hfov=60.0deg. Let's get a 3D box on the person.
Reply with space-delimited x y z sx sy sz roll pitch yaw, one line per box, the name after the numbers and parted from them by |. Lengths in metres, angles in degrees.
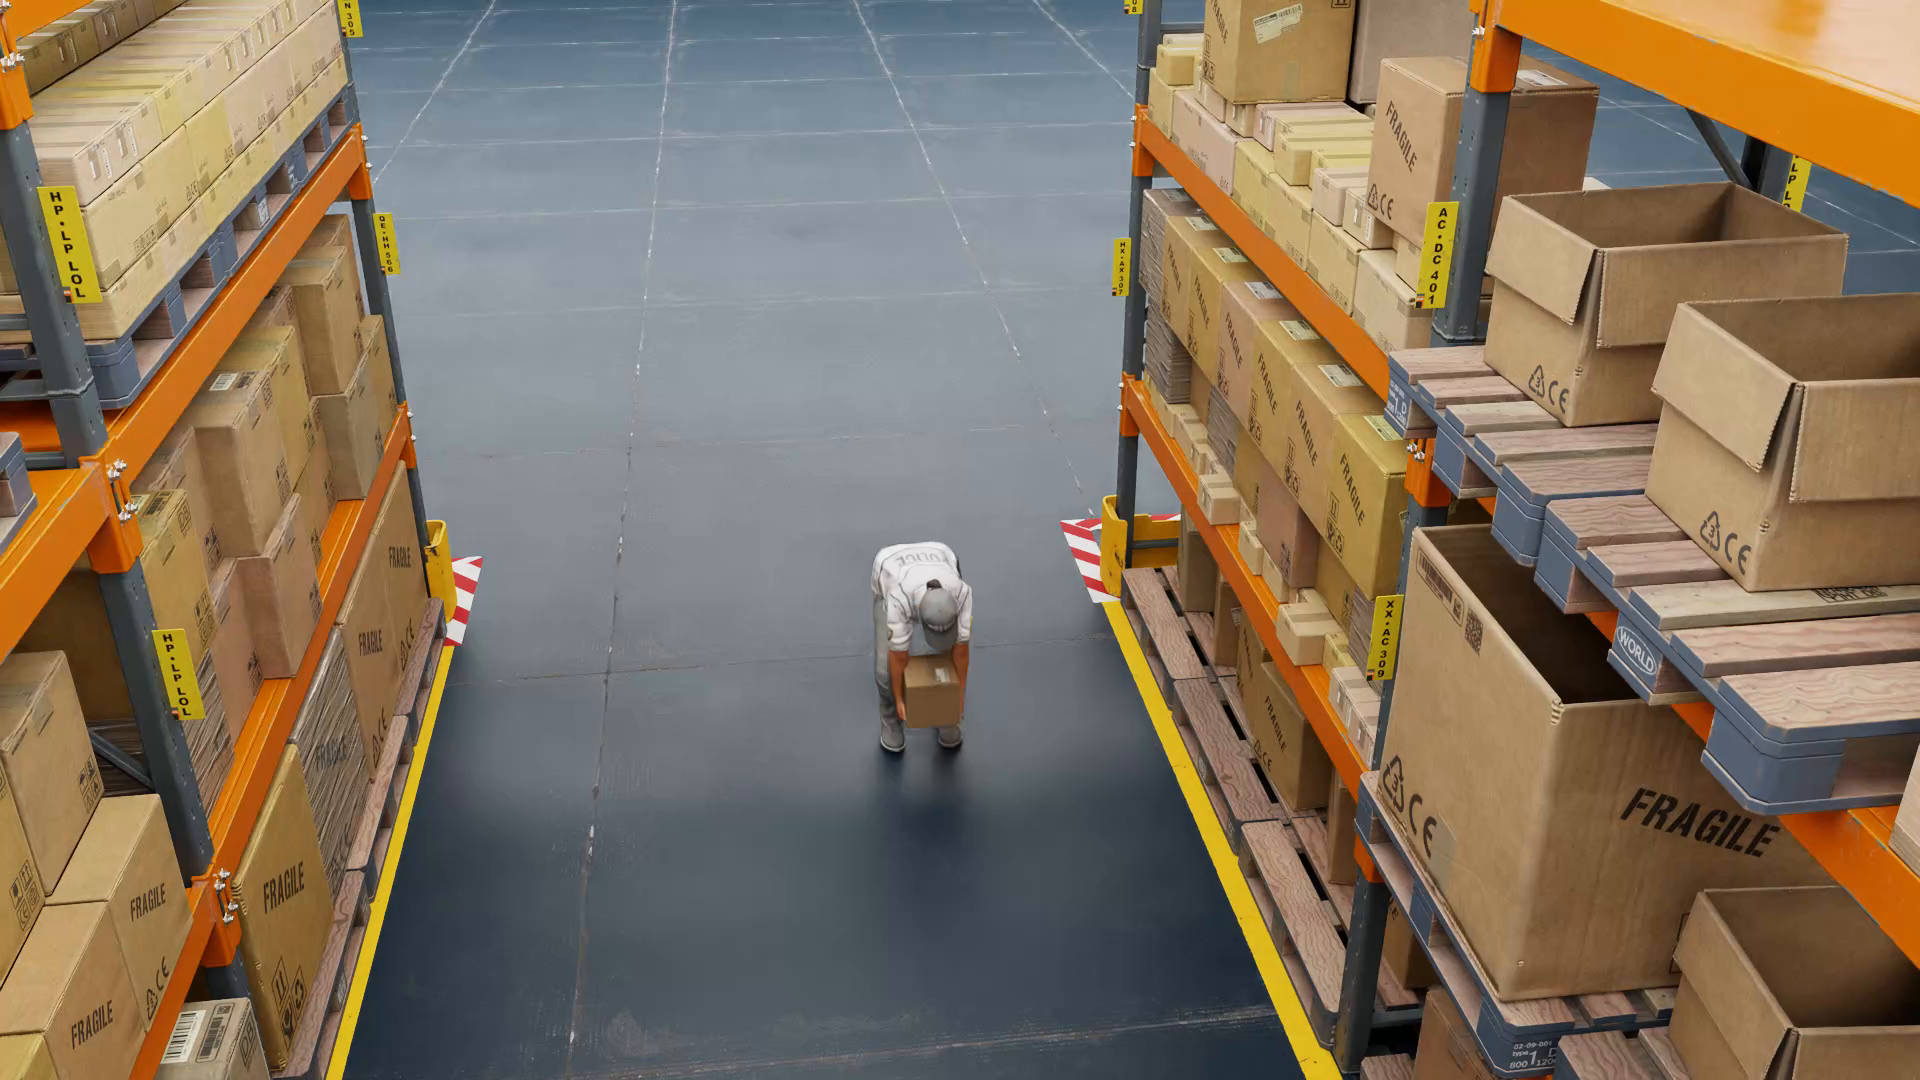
-0.173 0.577 8.063 0.466 1.153 0.935 -4 28 -9 | person
